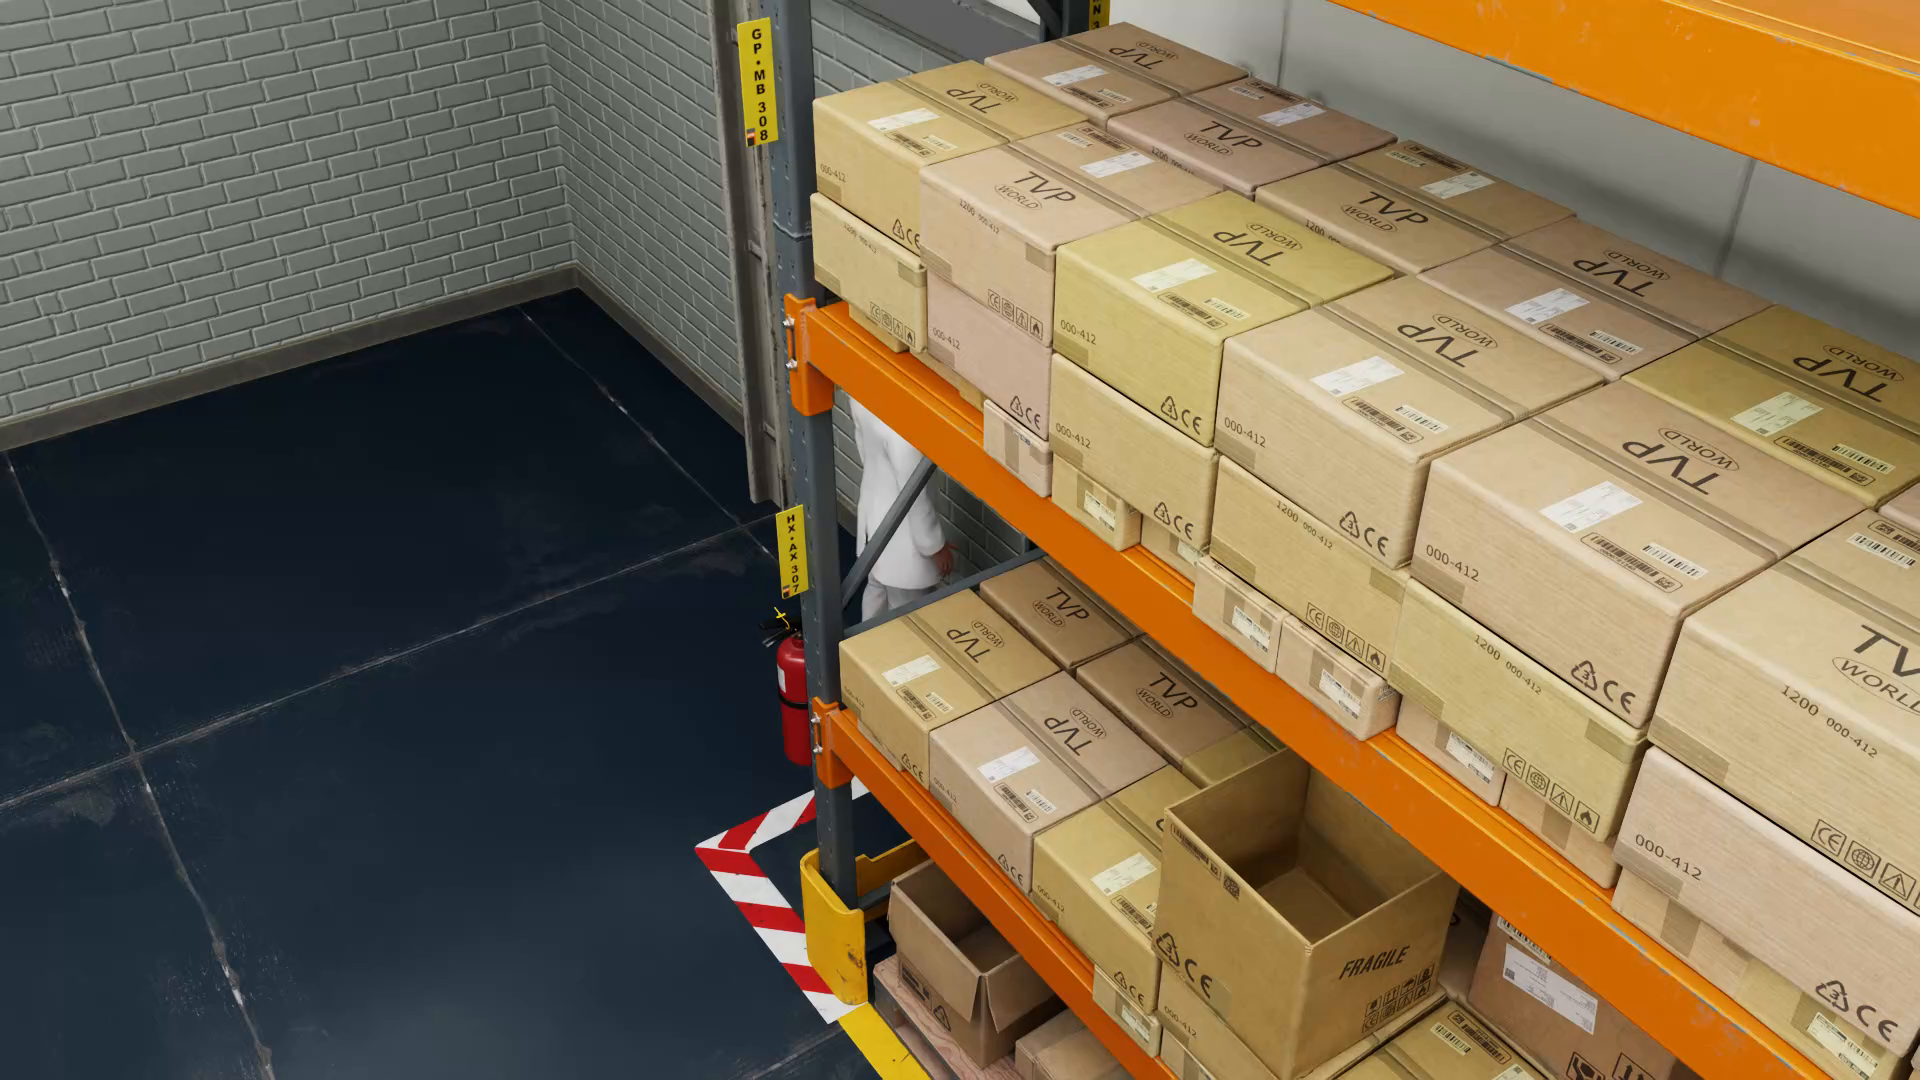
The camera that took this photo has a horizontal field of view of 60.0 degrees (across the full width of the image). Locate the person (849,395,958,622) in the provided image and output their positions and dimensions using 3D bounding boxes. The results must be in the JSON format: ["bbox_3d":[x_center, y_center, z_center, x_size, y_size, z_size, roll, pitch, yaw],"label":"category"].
[{"bbox_3d":[-0.242,-0.082,7.104,0.423,1.786,0.635,-14,38,-18],"label":"person"}]
